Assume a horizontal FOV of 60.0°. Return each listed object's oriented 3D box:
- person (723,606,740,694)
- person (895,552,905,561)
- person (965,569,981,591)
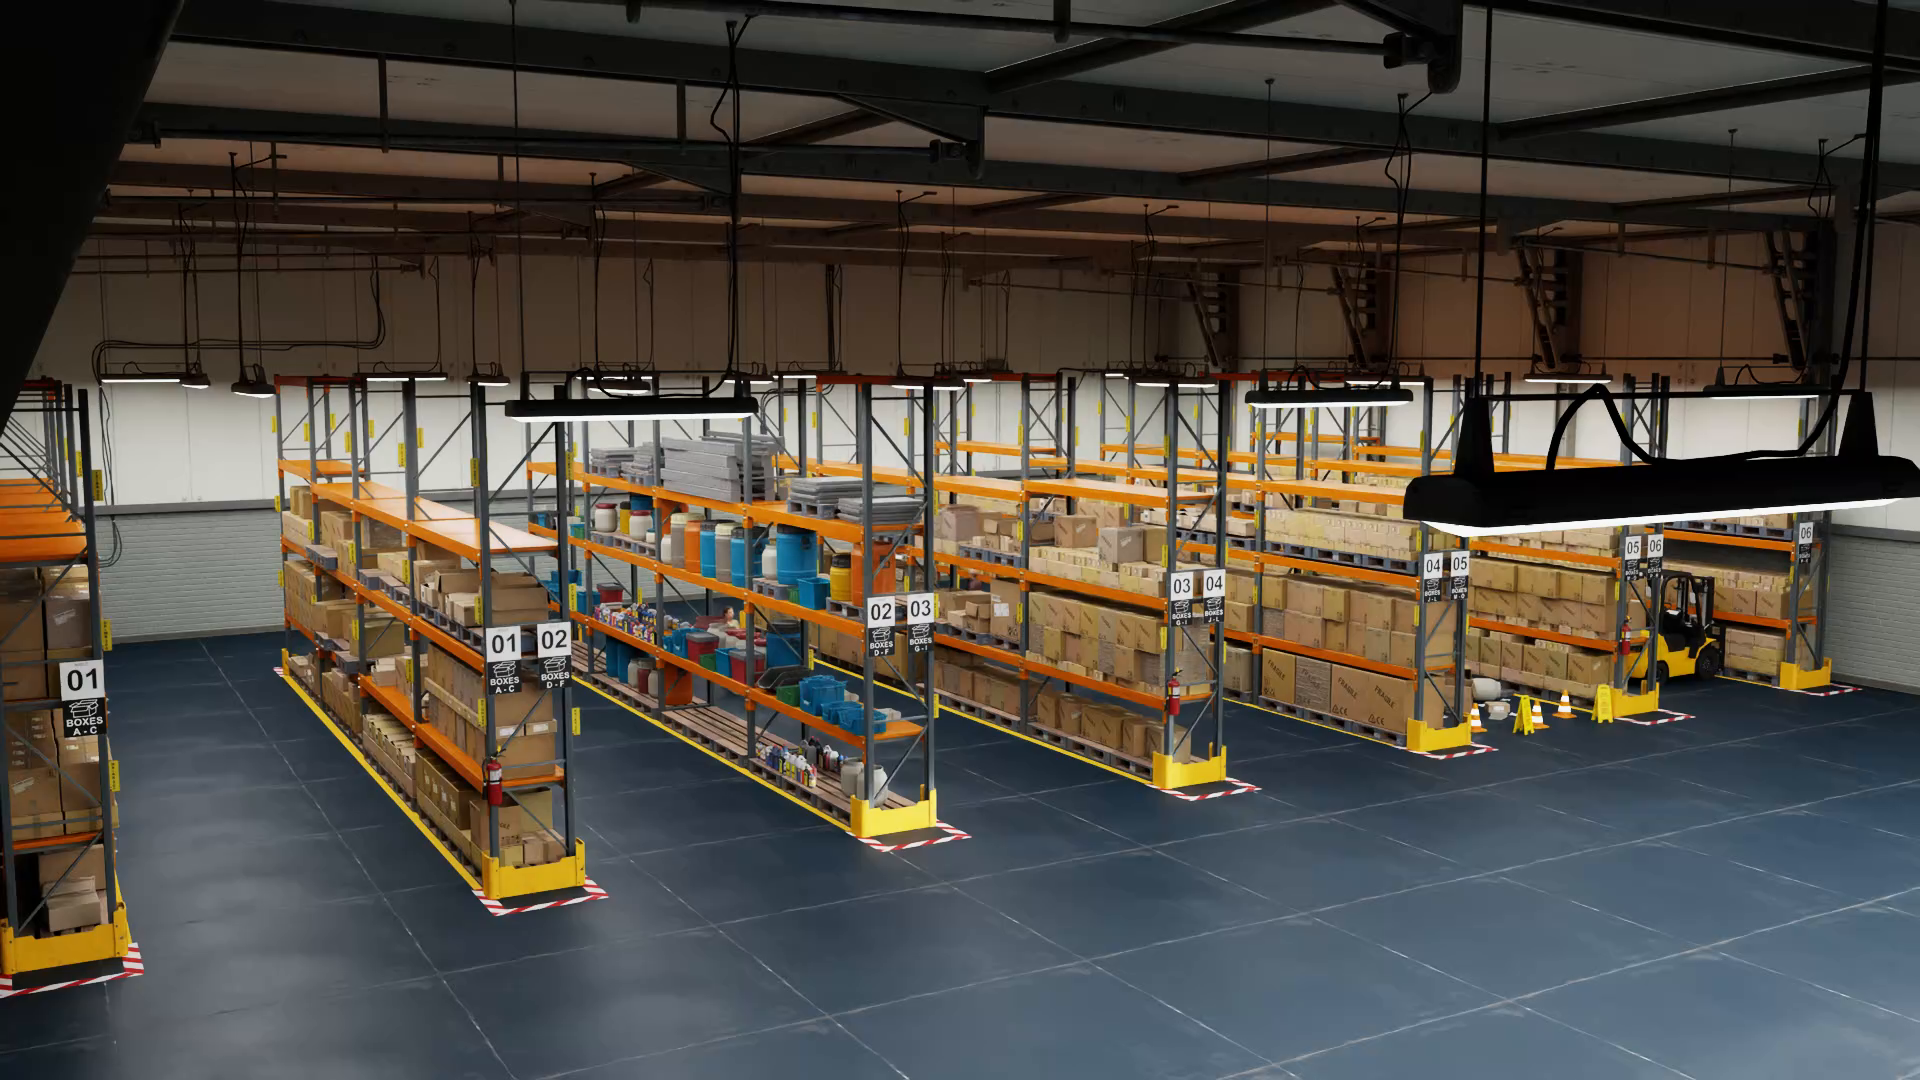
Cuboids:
[{"bbox_3d":[-4.325,2.055,31.526,0.503,1.599,1.044,-5,8,-39],"label":"person"},{"bbox_3d":[-1.653,0.905,42.018,0.792,1.646,0.452,1,6,6],"label":"person"},{"bbox_3d":[0.324,1.503,36.046,0.539,1.779,0.638,3,7,22],"label":"person"}]
